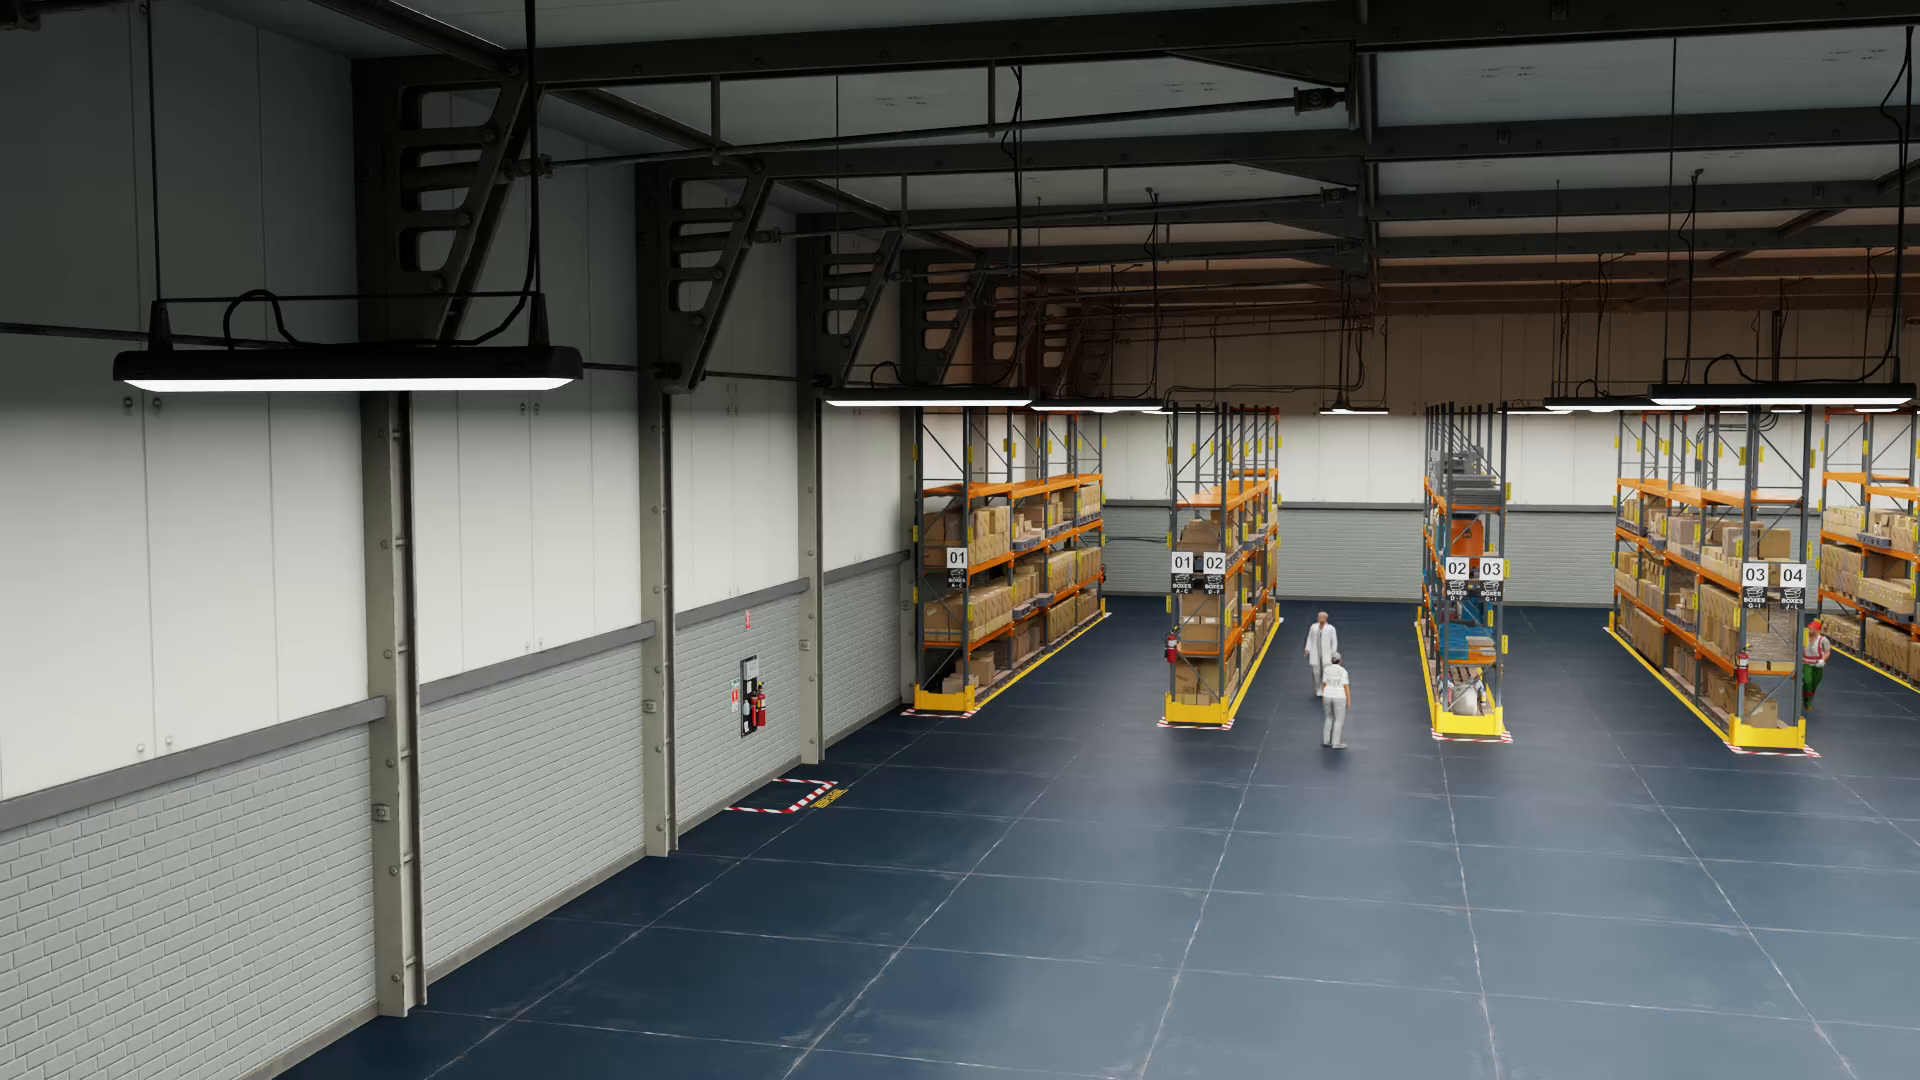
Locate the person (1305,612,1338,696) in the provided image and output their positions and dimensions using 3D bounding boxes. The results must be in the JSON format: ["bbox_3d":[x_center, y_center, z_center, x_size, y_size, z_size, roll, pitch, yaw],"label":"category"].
[{"bbox_3d":[7.353,2.363,33.961,0.649,1.797,0.690,2,5,23],"label":"person"}]

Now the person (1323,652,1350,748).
[{"bbox_3d":[6.528,2.786,28.843,0.452,1.704,0.537,-4,6,-44],"label":"person"}]

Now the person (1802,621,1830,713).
[{"bbox_3d":[16.697,2.487,32.504,0.489,1.815,0.878,1,4,16],"label":"person"}]

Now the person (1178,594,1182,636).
[{"bbox_3d":[5.945,1.641,43.416,0.566,1.719,1.060,1,4,13],"label":"person"}]
